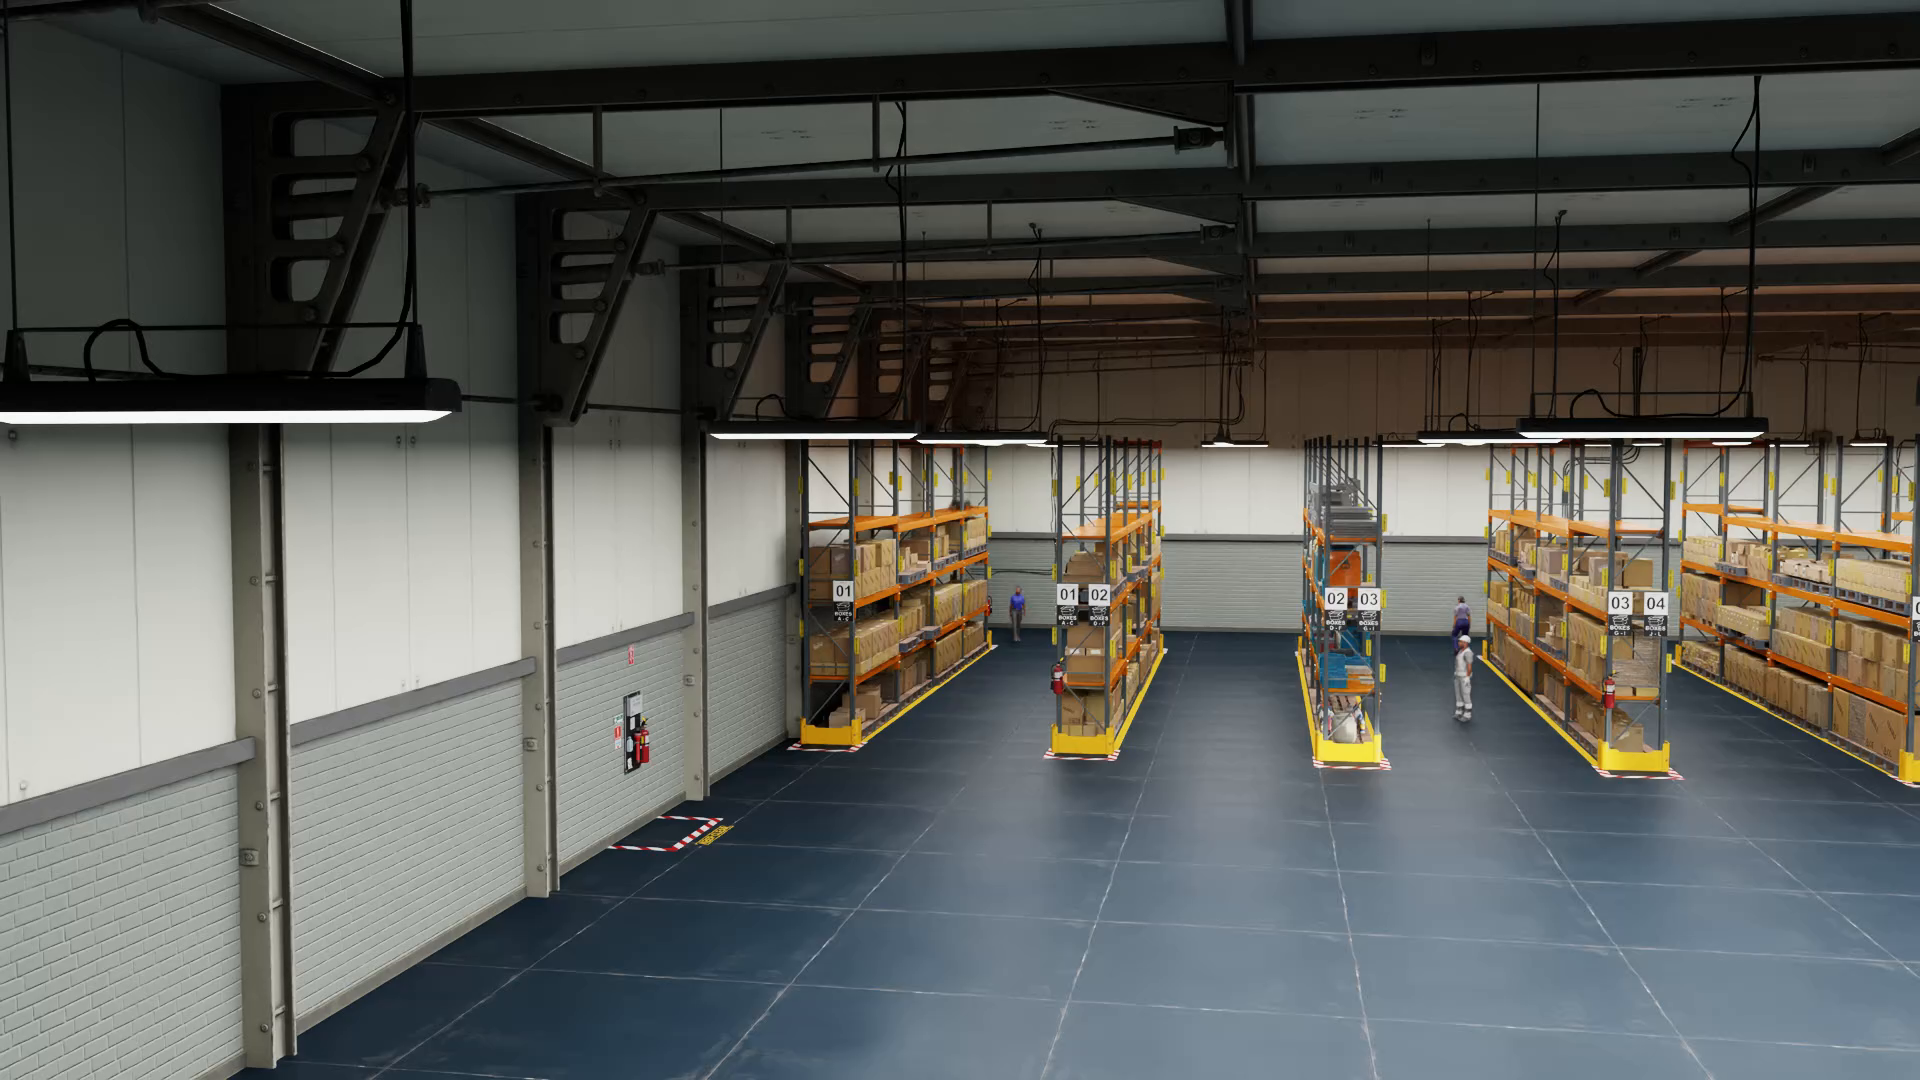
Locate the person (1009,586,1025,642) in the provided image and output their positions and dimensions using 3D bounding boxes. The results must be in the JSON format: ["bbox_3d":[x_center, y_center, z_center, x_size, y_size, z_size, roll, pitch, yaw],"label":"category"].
[{"bbox_3d":[1.741,2.266,49.700,0.467,1.548,0.679,-1,3,-16],"label":"person"}]

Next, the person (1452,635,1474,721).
[{"bbox_3d":[10.650,2.912,35.245,0.387,1.797,0.589,-1,3,-13],"label":"person"}]

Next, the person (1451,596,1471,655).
[{"bbox_3d":[14.058,2.394,46.618,0.559,1.671,0.407,-1,3,-12],"label":"person"}]
